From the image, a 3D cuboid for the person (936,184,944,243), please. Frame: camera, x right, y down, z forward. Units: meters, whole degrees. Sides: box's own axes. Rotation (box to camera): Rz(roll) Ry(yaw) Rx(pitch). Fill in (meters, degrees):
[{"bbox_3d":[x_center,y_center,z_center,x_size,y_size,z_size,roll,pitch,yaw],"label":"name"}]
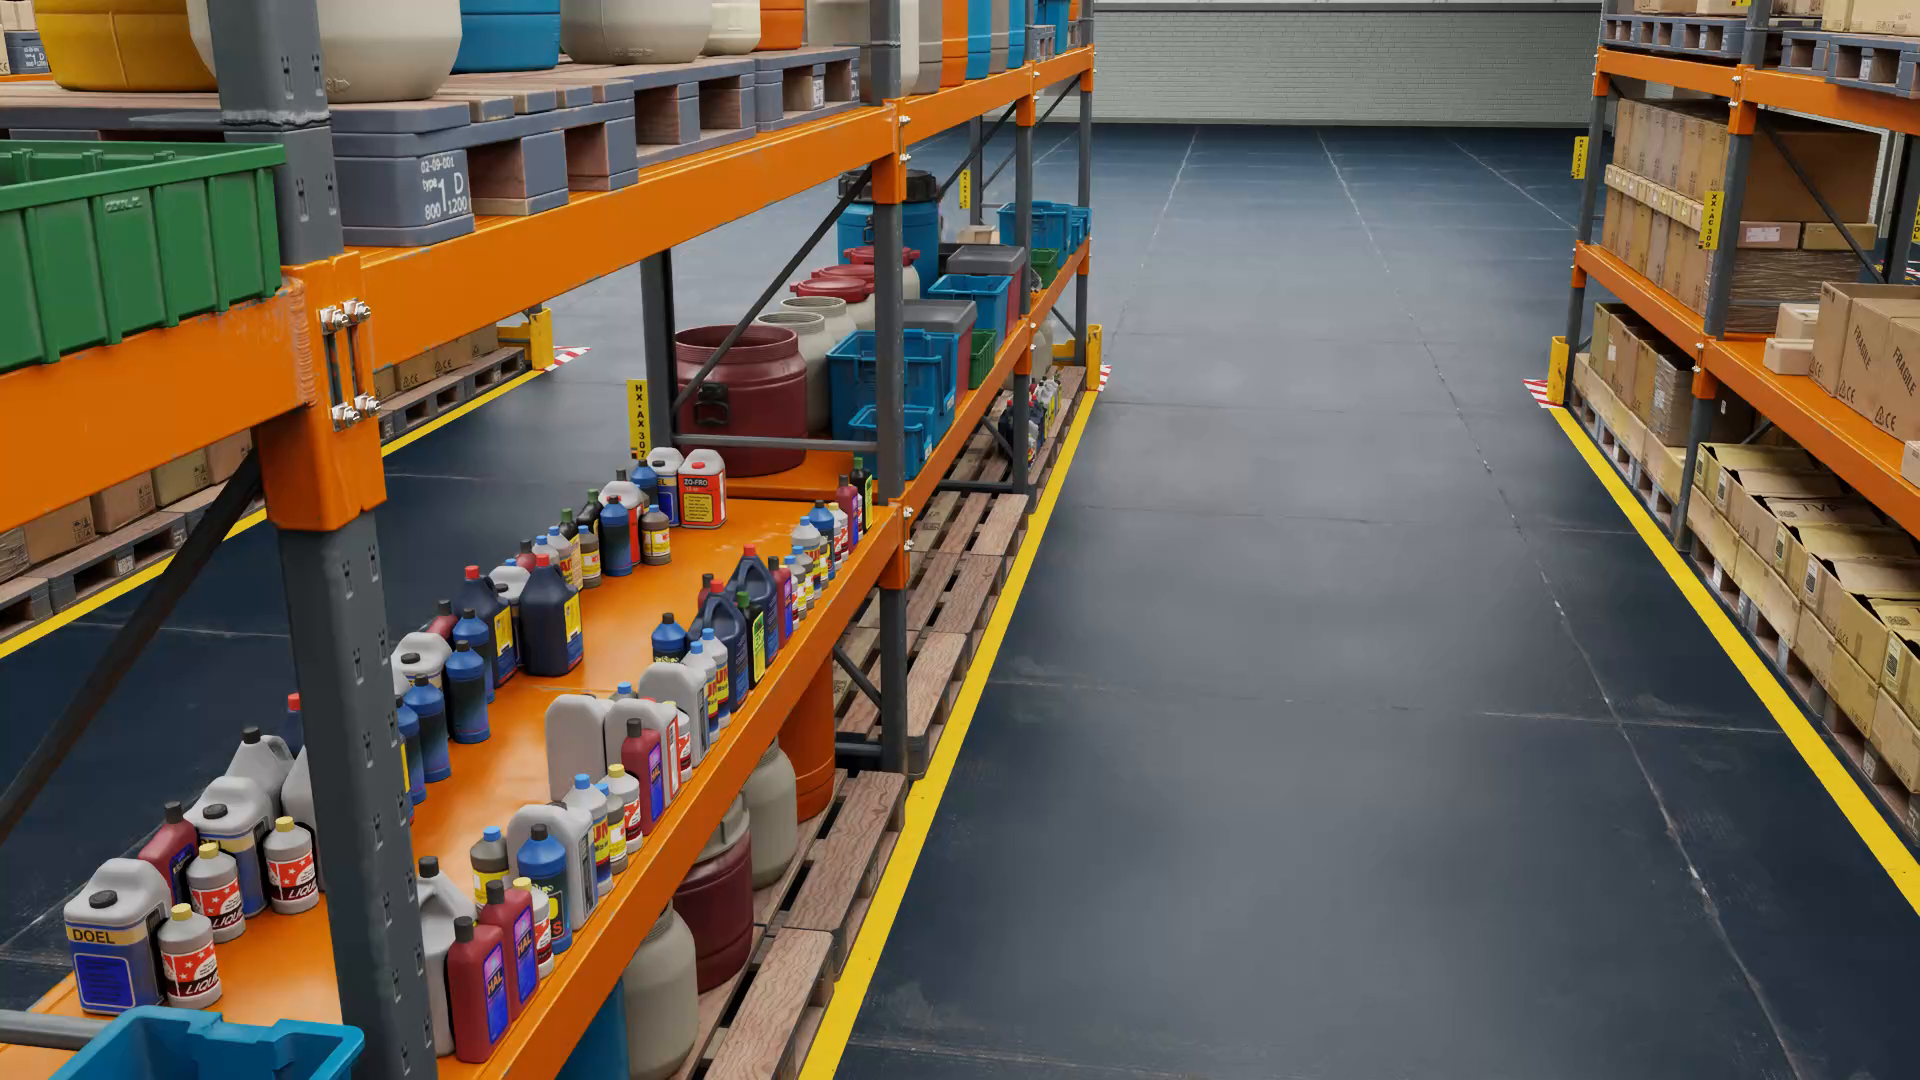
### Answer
[{"bbox_3d":[-0.251,-2.523,15.407,0.689,1.572,0.428,-1,18,-4],"label":"person"}]
